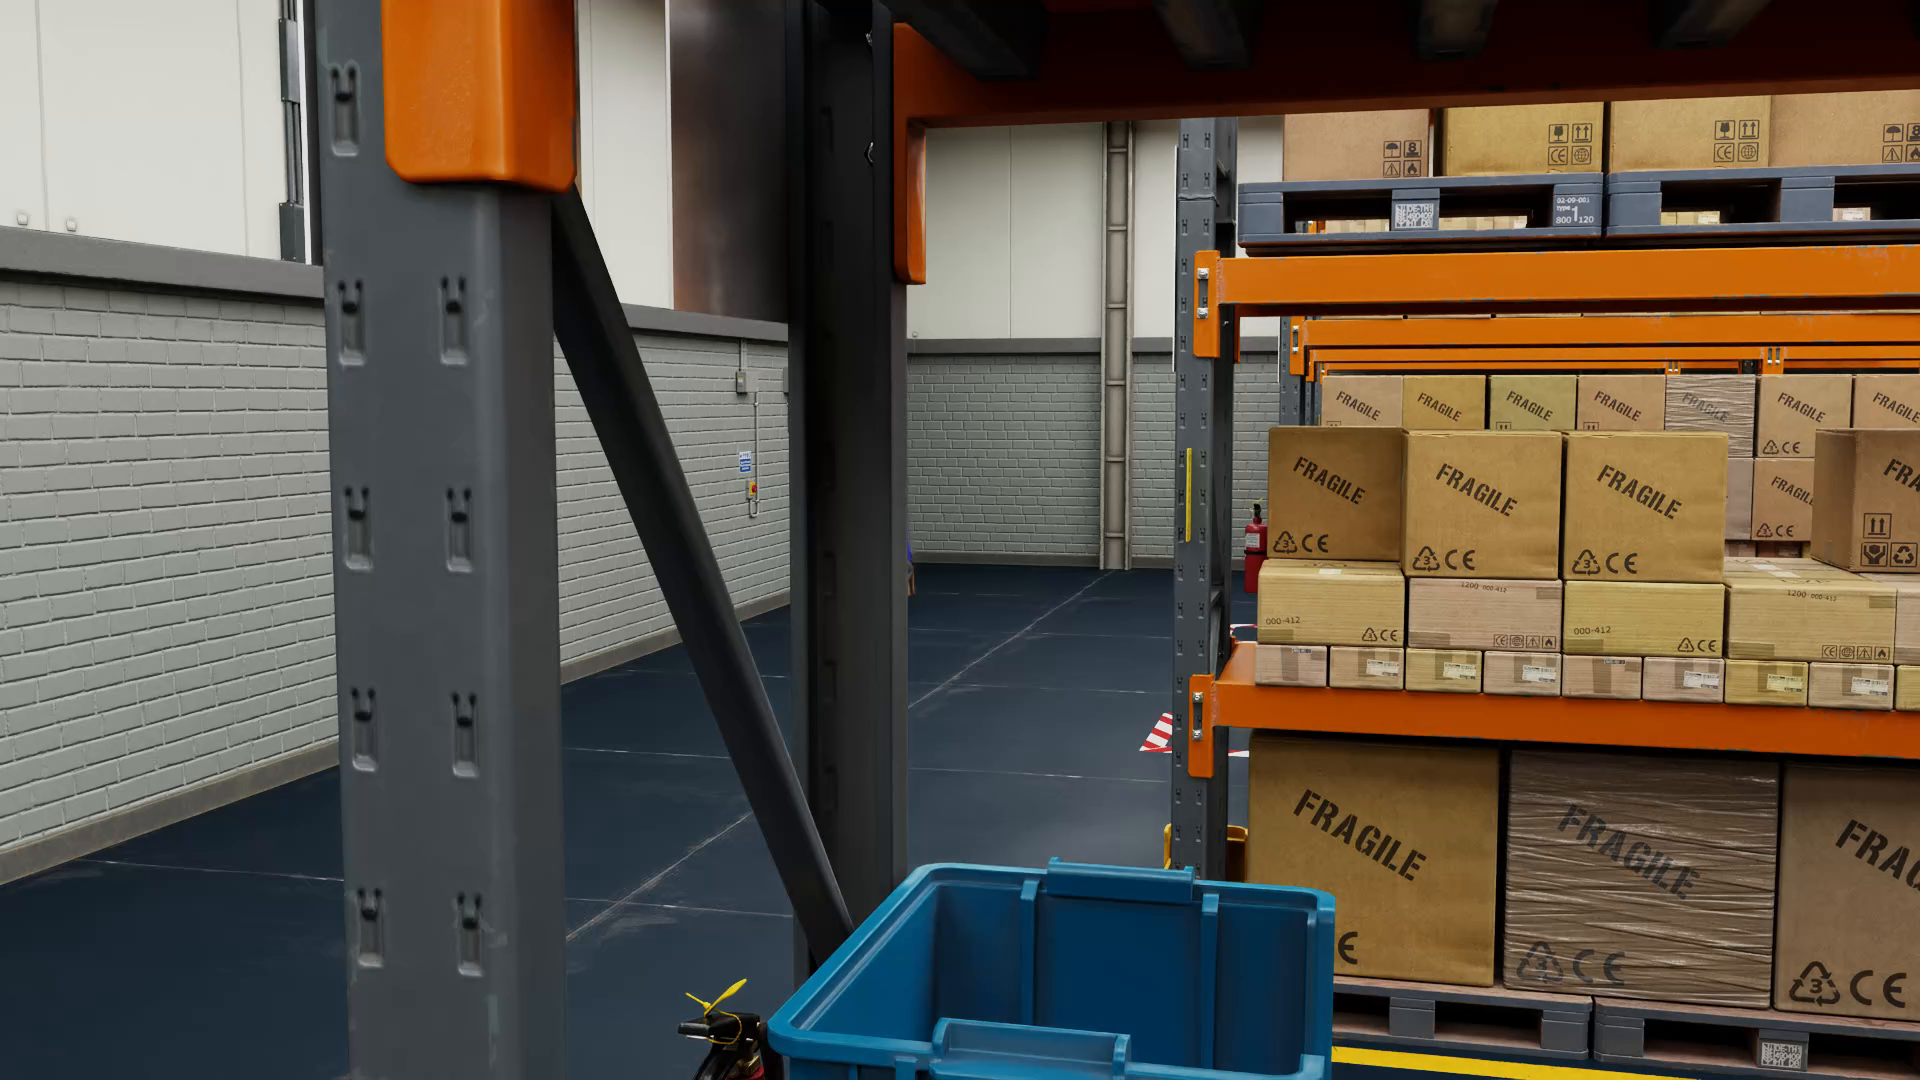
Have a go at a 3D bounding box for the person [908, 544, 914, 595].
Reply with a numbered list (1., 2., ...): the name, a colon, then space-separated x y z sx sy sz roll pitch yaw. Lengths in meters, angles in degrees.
1. person: -0.777 0.329 19.171 0.453 0.817 0.819 1 5 13
